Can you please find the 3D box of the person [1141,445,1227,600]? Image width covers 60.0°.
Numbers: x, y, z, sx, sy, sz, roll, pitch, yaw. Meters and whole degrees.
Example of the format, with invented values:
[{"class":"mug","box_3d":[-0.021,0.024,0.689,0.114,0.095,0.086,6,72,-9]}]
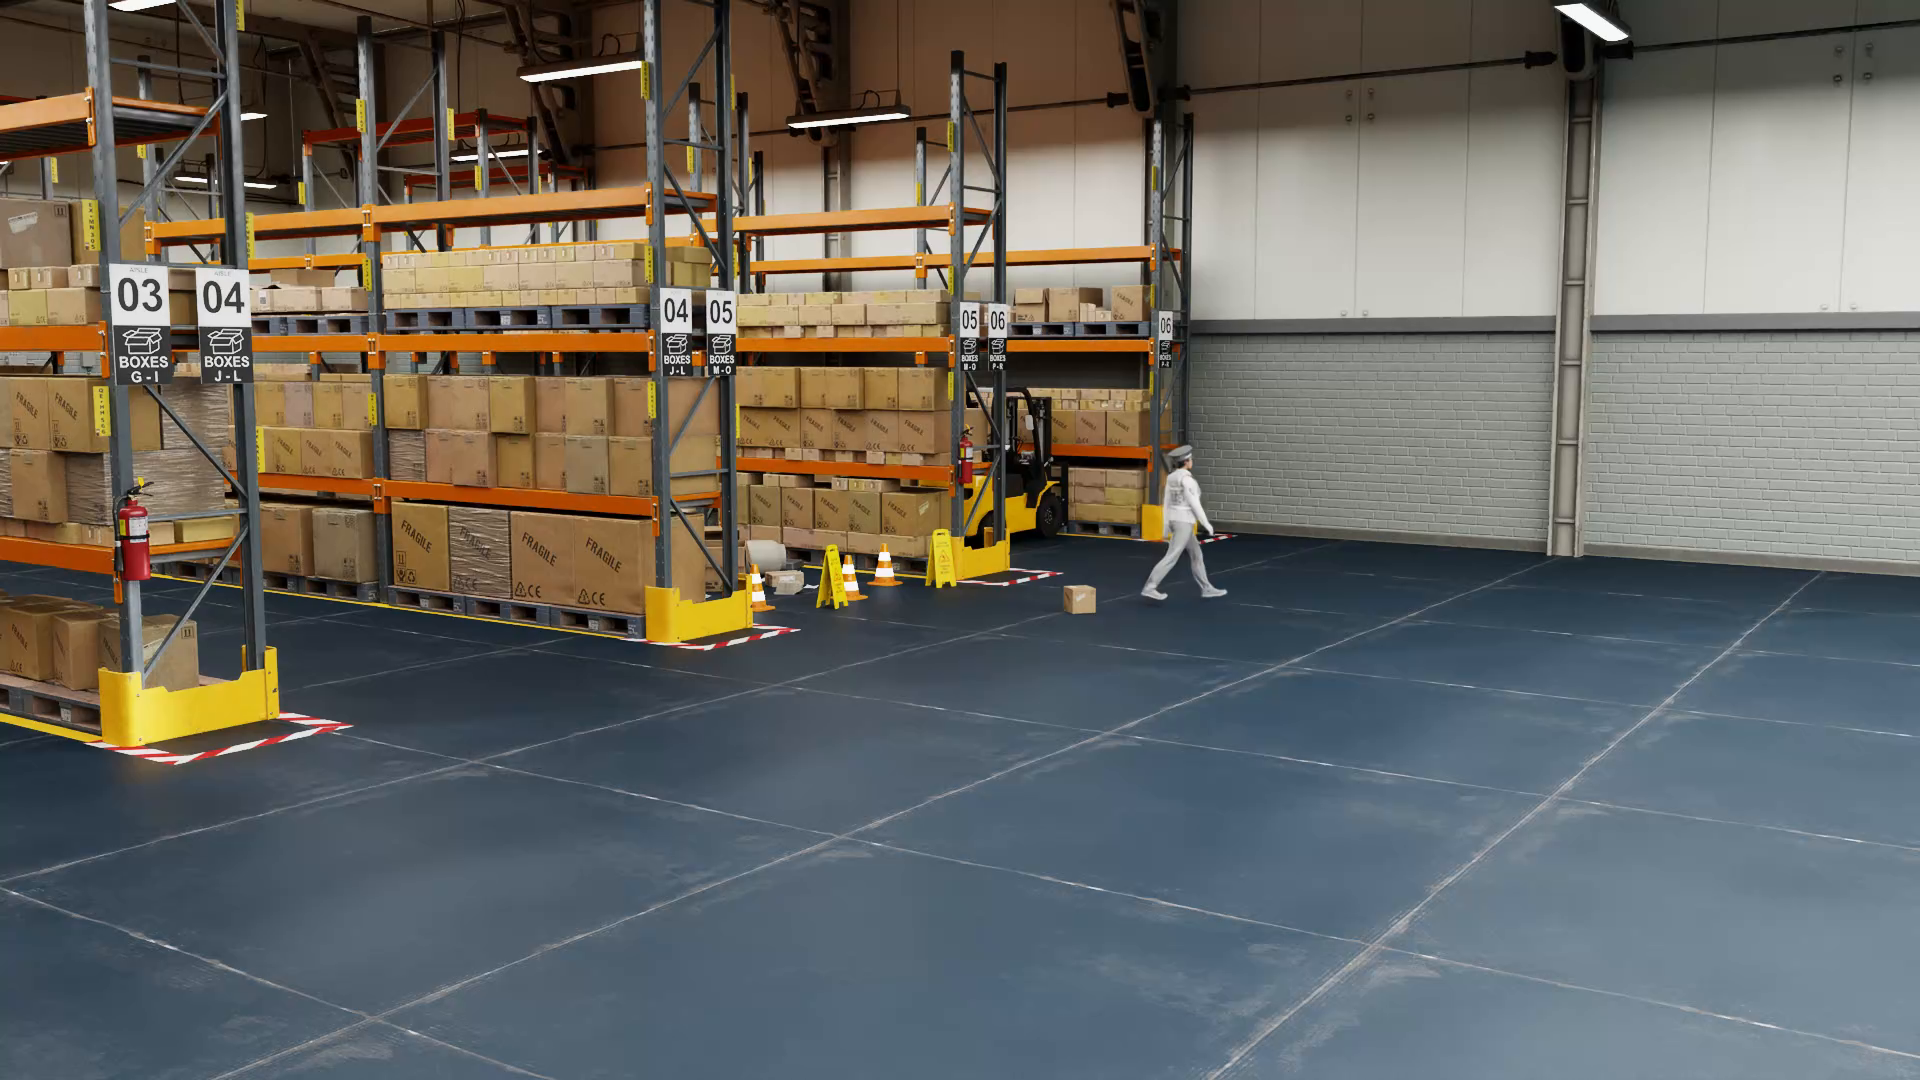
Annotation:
[{"class":"person","box_3d":[2.374,-0.183,17.436,1.025,1.628,0.493,-2,7,-15]}]
